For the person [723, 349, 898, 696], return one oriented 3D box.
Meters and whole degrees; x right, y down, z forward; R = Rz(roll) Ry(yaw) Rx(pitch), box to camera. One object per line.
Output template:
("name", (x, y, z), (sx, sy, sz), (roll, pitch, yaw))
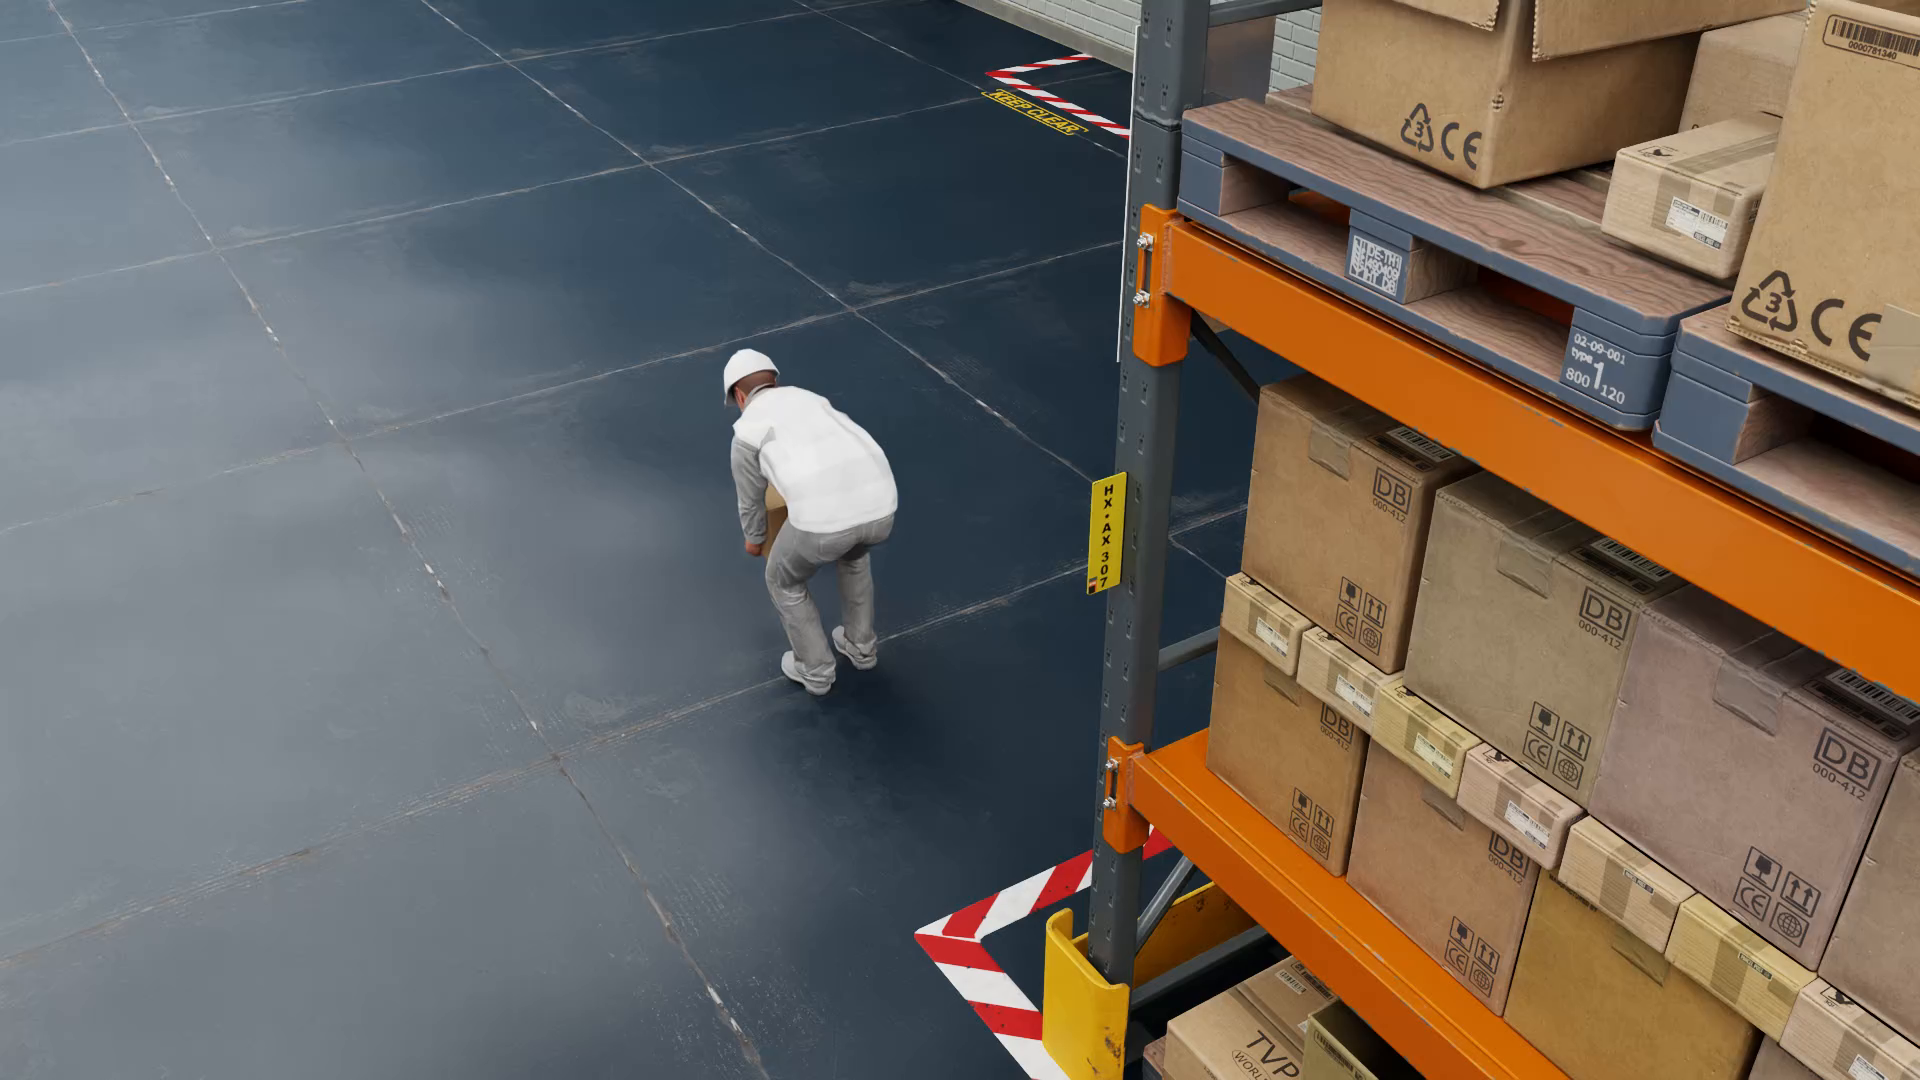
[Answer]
("person", (-0.639, -0.072, 6.738), (0.473, 1.226, 0.975), (-21, 38, -29))
